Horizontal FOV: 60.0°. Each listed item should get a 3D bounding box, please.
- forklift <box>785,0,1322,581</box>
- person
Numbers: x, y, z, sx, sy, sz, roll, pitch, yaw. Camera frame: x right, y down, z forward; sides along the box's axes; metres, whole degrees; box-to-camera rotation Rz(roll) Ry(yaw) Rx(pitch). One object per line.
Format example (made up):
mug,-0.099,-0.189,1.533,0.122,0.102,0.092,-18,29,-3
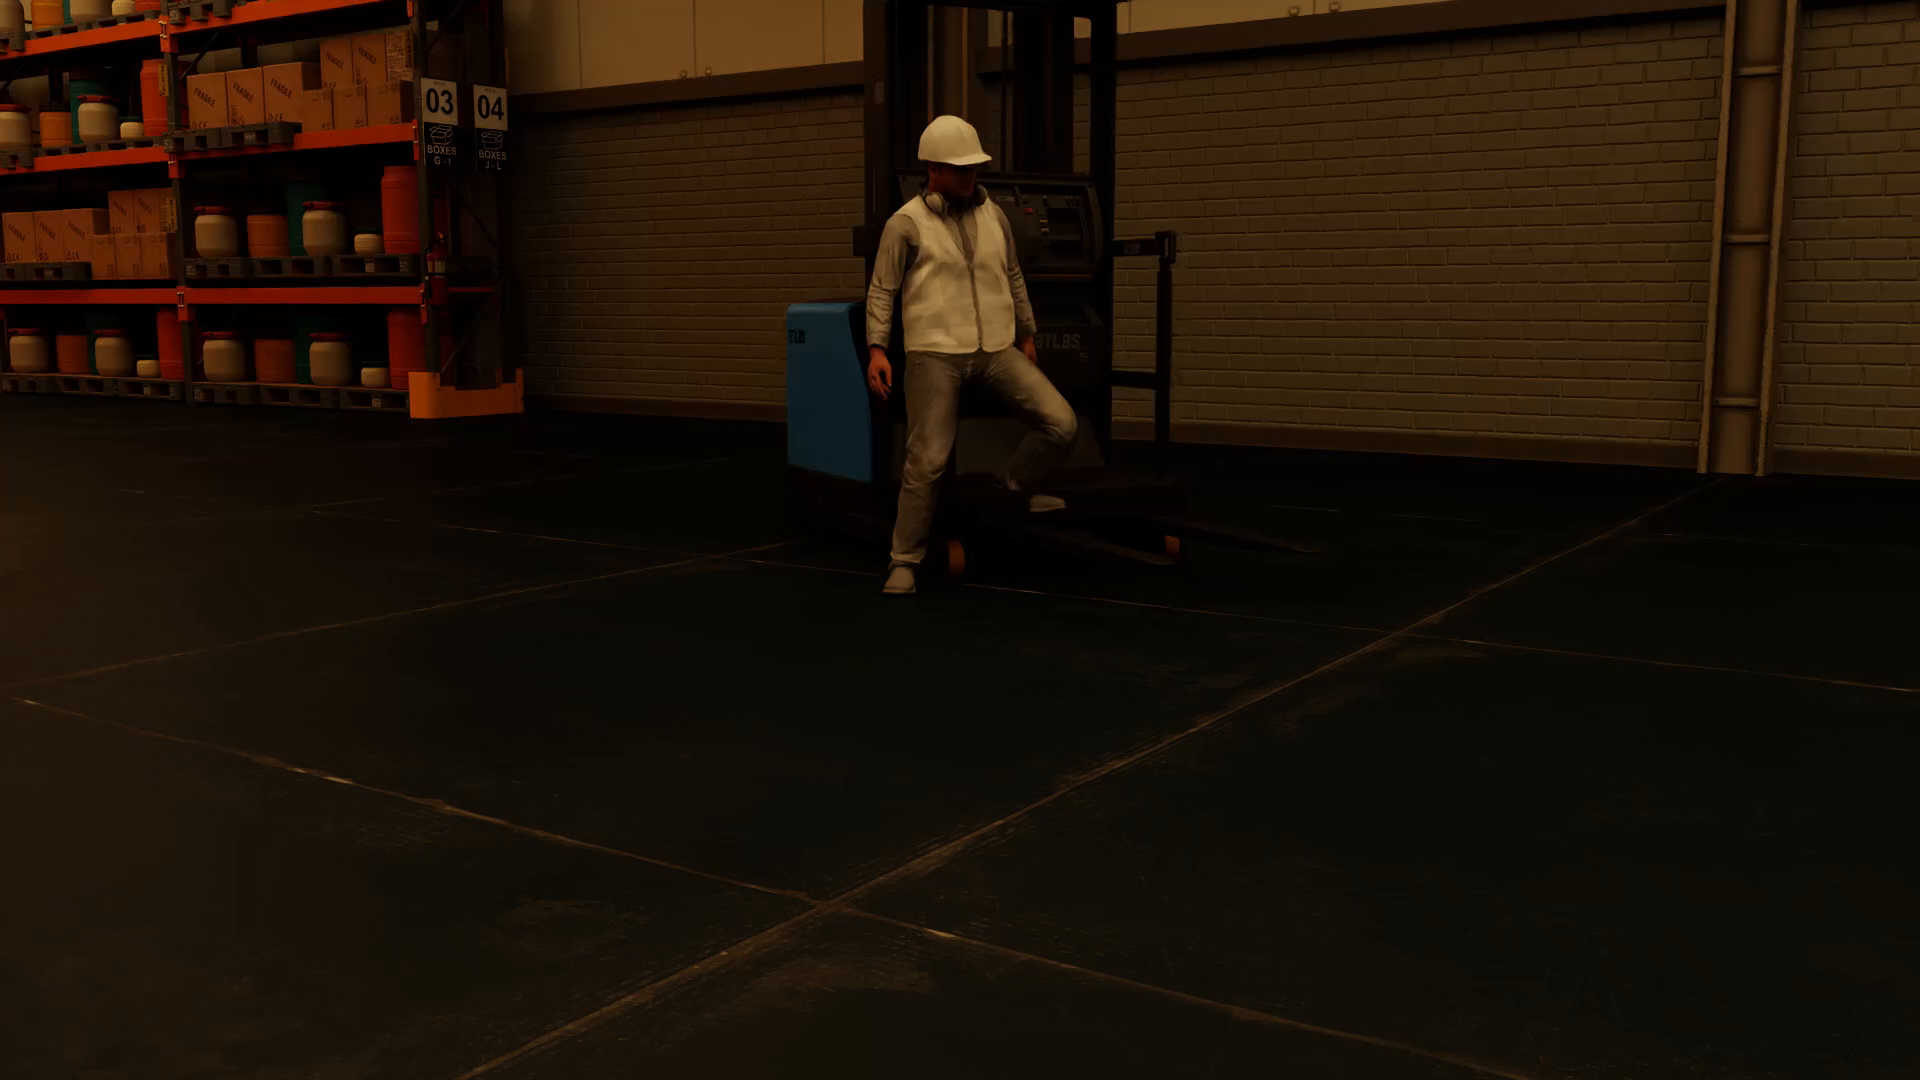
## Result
forklift,0.276,-1.361,6.761,1.130,2.935,3.031,-4,9,-26
person,0.019,-0.680,6.191,0.811,1.748,0.520,-4,9,-26
